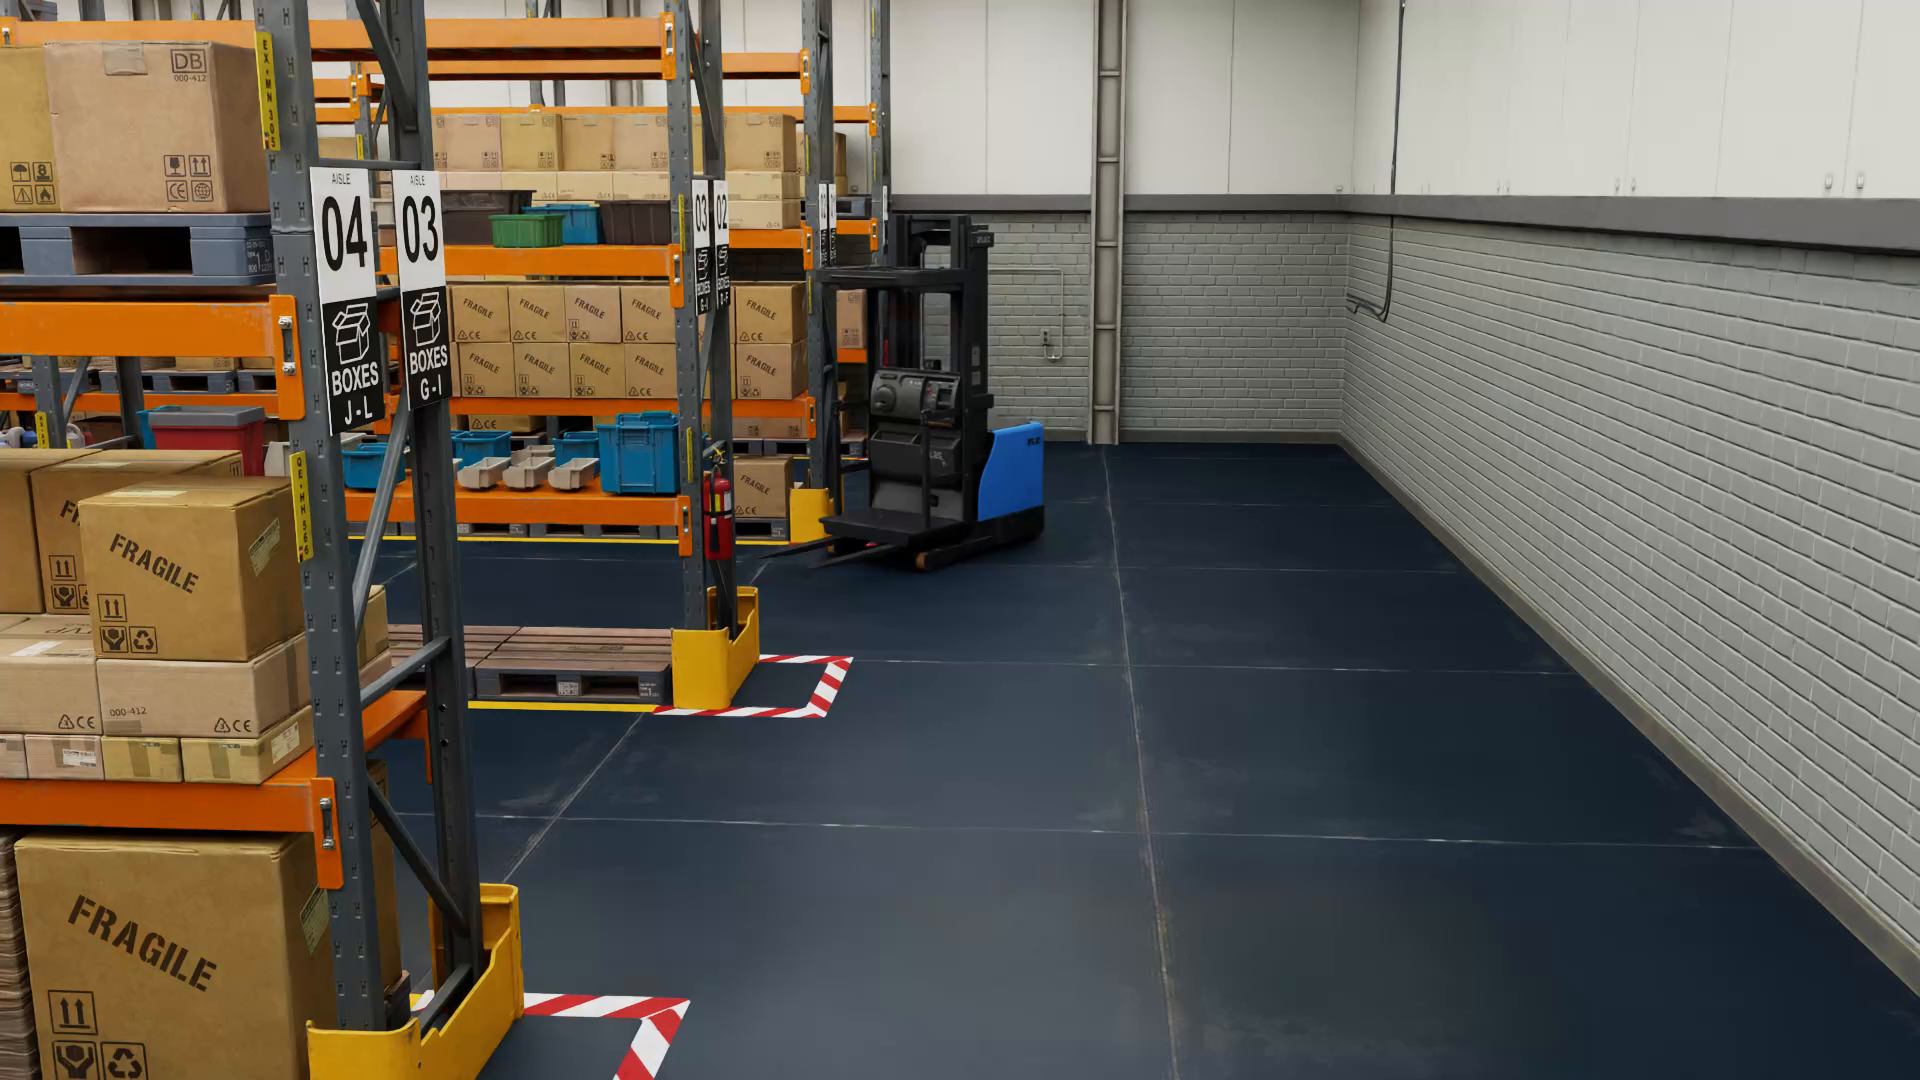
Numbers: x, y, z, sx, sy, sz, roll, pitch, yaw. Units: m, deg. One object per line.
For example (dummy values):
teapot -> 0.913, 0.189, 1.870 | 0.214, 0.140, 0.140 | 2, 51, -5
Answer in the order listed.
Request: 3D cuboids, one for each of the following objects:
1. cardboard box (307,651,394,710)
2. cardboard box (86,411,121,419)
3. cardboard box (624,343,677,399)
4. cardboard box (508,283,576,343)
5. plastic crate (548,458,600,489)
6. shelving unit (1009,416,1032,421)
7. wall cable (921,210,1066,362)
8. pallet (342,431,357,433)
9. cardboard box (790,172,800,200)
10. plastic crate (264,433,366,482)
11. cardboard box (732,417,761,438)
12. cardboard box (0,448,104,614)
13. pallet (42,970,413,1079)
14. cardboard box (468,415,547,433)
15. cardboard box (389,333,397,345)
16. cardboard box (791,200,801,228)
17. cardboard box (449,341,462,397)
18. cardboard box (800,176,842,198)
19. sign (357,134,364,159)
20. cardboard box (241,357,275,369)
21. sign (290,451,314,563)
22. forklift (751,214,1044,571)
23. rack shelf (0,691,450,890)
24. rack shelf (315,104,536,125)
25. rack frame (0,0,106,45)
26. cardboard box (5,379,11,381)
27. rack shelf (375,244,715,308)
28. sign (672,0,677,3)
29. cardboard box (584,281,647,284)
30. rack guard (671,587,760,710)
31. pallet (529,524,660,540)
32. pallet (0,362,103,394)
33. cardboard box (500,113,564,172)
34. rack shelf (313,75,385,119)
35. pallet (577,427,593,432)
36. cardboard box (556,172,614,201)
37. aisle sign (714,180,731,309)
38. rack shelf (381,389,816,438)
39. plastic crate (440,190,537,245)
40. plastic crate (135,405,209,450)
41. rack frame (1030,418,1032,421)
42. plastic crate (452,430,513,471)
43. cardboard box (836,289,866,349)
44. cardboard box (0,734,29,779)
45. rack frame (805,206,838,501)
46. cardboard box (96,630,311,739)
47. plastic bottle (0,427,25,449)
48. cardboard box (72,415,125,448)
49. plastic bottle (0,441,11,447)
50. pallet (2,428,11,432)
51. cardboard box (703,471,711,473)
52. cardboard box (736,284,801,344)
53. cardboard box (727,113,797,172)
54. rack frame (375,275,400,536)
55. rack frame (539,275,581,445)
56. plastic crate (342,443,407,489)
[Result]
cardboard box -> -2.258, 0.523, 6.039 | 0.250, 0.149, 0.380 | 1, 12, 4
cardboard box -> -10.641, -1.696, 21.063 | 0.500, 0.500, 0.700 | 1, 12, 3
cardboard box -> -2.741, -1.566, 15.164 | 0.500, 0.500, 0.500 | 1, 12, 4
cardboard box -> -3.772, -2.067, 15.119 | 0.500, 0.500, 0.500 | 0, 12, 2
plastic crate -> -2.421, -0.414, 10.403 | 0.243, 0.136, 0.396 | 1, 12, 4
shelving unit -> 0.509, -0.623, 15.665 | 0.252, 1.050, 0.215 | 9, 15, 36
wall cable -> 0.408, -3.237, 20.917 | 1.851, 1.984, 0.084 | 1, 12, 4
pallet -> -8.134, -1.282, 20.864 | 1.213, 0.211, 1.003 | 1, 12, 4
cardboard box -> -1.756, -3.252, 15.287 | 0.500, 0.250, 0.500 | 1, 12, 4
plastic crate -> -4.075, -0.508, 10.493 | 0.530, 0.282, 0.437 | 1, 12, 4
cardboard box -> -2.639, -1.549, 20.407 | 0.500, 0.500, 0.700 | 0, 12, 2
cardboard box -> -3.403, -0.042, 5.932 | 0.500, 0.500, 0.500 | 0, 12, 2
pallet -> -2.729, 1.842, 5.929 | 1.213, 0.211, 1.003 | 1, 12, 4
cardboard box -> -5.581, -1.754, 20.535 | 0.750, 0.750, 0.750 | 1, 12, 4
cardboard box -> -6.809, -2.485, 20.366 | 0.250, 0.149, 0.380 | 1, 12, 6
cardboard box -> -1.756, -3.006, 15.333 | 0.500, 0.250, 0.500 | 1, 12, 4
cardboard box -> -4.761, -1.593, 15.295 | 0.500, 0.500, 0.500 | 1, 12, 5
cardboard box -> -1.682, -4.169, 19.624 | 0.500, 0.250, 0.500 | 1, 12, 5
sign -> -5.285, -3.407, 14.662 | 0.005, 0.325, 0.100 | 1, 12, 4
cardboard box -> -6.400, -1.910, 15.783 | 0.500, 0.500, 0.700 | 3, 12, 13
sign -> -1.976, -0.100, 4.996 | 0.005, 0.325, 0.100 | 1, 12, 4
forklift -> -0.515, -1.282, 14.220 | 1.130, 2.935, 3.031 | 9, 15, 36
rack shelf -> -3.922, 0.797, 5.873 | 4.000, 0.370, 1.077 | 1, 12, 4
rack shelf -> -6.920, -5.035, 20.074 | 4.000, 0.370, 1.077 | 1, 12, 4
rack frame -> -5.586, -3.531, 10.153 | 0.127, 3.000, 1.000 | 1, 12, 4
cardboard box -> -11.731, -2.075, 21.042 | 0.500, 0.250, 0.500 | 1, 12, 3
rack shelf -> -3.591, -1.683, 10.403 | 4.000, 0.370, 1.077 | 1, 12, 4
sign -> -1.616, -3.206, 9.386 | 0.005, 0.325, 0.100 | 1, 12, 4
cardboard box -> -3.213, -2.170, 15.613 | 0.500, 0.500, 0.500 | 1, 12, 3
rack guard -> -1.570, 0.681, 10.772 | 0.348, 0.500, 1.175 | 1, 12, 4
pallet -> -3.346, -0.216, 15.767 | 1.213, 0.211, 1.003 | 1, 12, 4
pallet -> -8.562, -1.572, 15.910 | 1.003, 0.211, 1.213 | 1, 12, 4
cardboard box -> -3.775, -3.573, 14.992 | 0.500, 0.500, 0.700 | 1, 12, 4
rack shelf -> -7.247, -4.022, 15.235 | 4.000, 0.370, 1.077 | 1, 12, 4
pallet -> -4.171, -1.227, 20.602 | 1.213, 0.211, 1.003 | 1, 12, 4
cardboard box -> -3.287, -3.166, 14.879 | 0.500, 0.250, 0.500 | 1, 12, 4
aisle sign -> -1.503, -1.872, 10.524 | 0.004, 0.787, 0.394 | 1, 12, 4
rack shelf -> -3.256, -1.227, 15.547 | 4.000, 0.370, 1.077 | 1, 12, 4
plastic crate -> -3.101, -2.055, 10.573 | 0.767, 0.338, 0.504 | 1, 12, 4
plastic crate -> -5.098, -0.680, 11.065 | 0.575, 0.384, 0.392 | 1, 12, 4
rack frame -> 0.606, -0.608, 15.593 | 0.008, 1.050, 0.200 | 9, 15, 36
plastic crate -> -3.133, -0.576, 10.940 | 0.300, 0.233, 0.416 | 1, 12, 4
cardboard box -> -1.443, -2.716, 20.174 | 0.700, 0.700, 0.980 | 1, 12, 6
cardboard box -> -3.063, 0.647, 5.446 | 0.250, 0.149, 0.380 | 1, 12, 5
rack frame -> -1.260, -1.552, 15.343 | 0.127, 3.000, 1.000 | 1, 12, 4
cardboard box -> -2.427, 0.447, 5.425 | 0.500, 0.250, 0.500 | 1, 12, 3
plastic bottle -> -6.388, -0.623, 11.206 | 0.135, 0.276, 0.152 | 1, 12, 4
cardboard box -> -8.237, -1.055, 16.168 | 0.500, 0.250, 0.500 | 1, 12, 6
plastic bottle -> -6.377, -0.561, 11.090 | 0.097, 0.201, 0.097 | 0, 12, 0
pallet -> -12.129, -1.353, 21.202 | 1.213, 0.211, 1.003 | 1, 12, 4
cardboard box -> -2.283, -0.494, 15.924 | 0.500, 0.250, 0.500 | 1, 12, 4
cardboard box -> -1.723, -2.040, 14.991 | 0.500, 0.500, 0.500 | 1, 12, 3
cardboard box -> -1.774, -3.562, 14.941 | 0.500, 0.500, 0.700 | 1, 12, 4
rack frame -> -5.251, -1.607, 15.604 | 0.127, 3.000, 1.000 | 1, 12, 4
rack frame -> -4.924, -2.619, 20.442 | 0.127, 3.000, 1.000 | 1, 12, 4
plastic crate -> -3.661, -0.463, 10.400 | 0.300, 0.233, 0.416 | 1, 12, 4
